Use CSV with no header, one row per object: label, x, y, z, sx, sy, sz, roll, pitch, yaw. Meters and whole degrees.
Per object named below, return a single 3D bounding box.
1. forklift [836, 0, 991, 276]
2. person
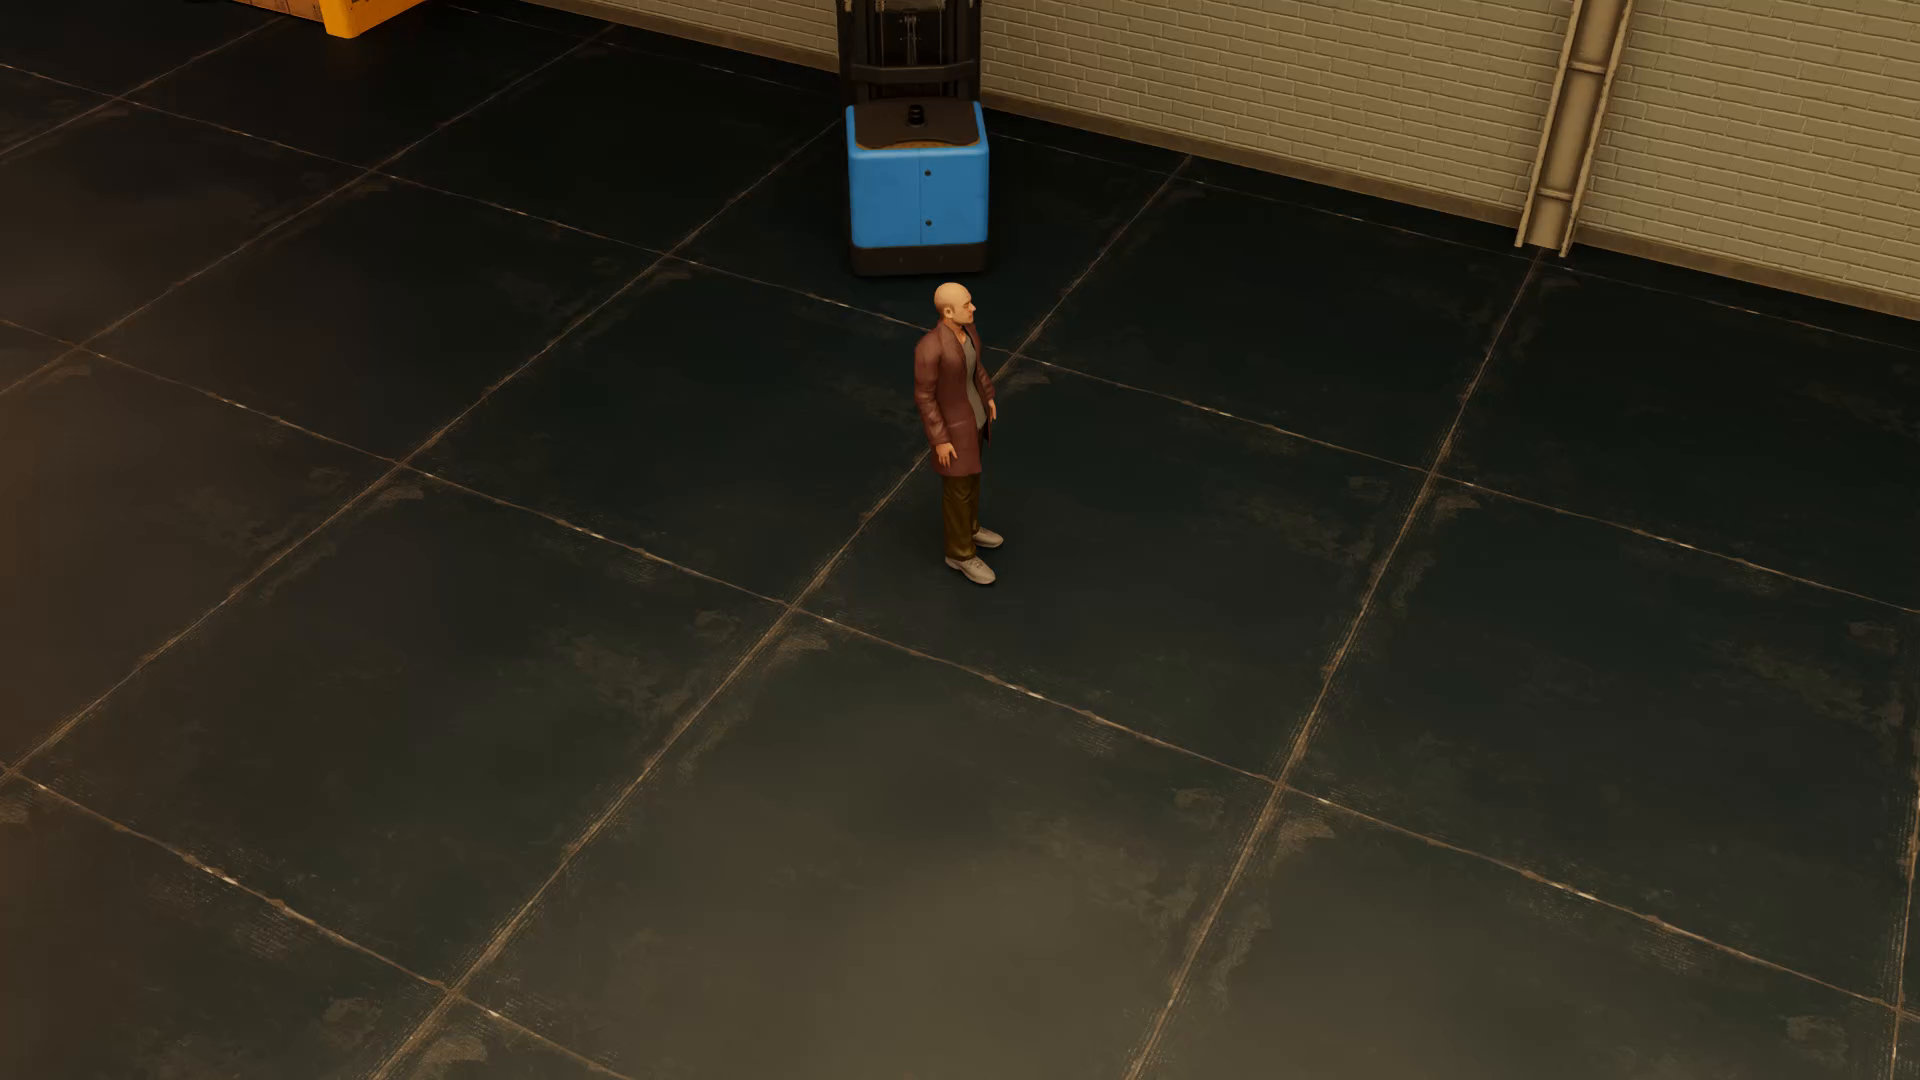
forklift,-0.406,-4.043,12.787,1.130,2.935,3.031,-3,40,-3
person,0.080,-0.656,9.649,0.579,1.778,0.698,18,43,21
